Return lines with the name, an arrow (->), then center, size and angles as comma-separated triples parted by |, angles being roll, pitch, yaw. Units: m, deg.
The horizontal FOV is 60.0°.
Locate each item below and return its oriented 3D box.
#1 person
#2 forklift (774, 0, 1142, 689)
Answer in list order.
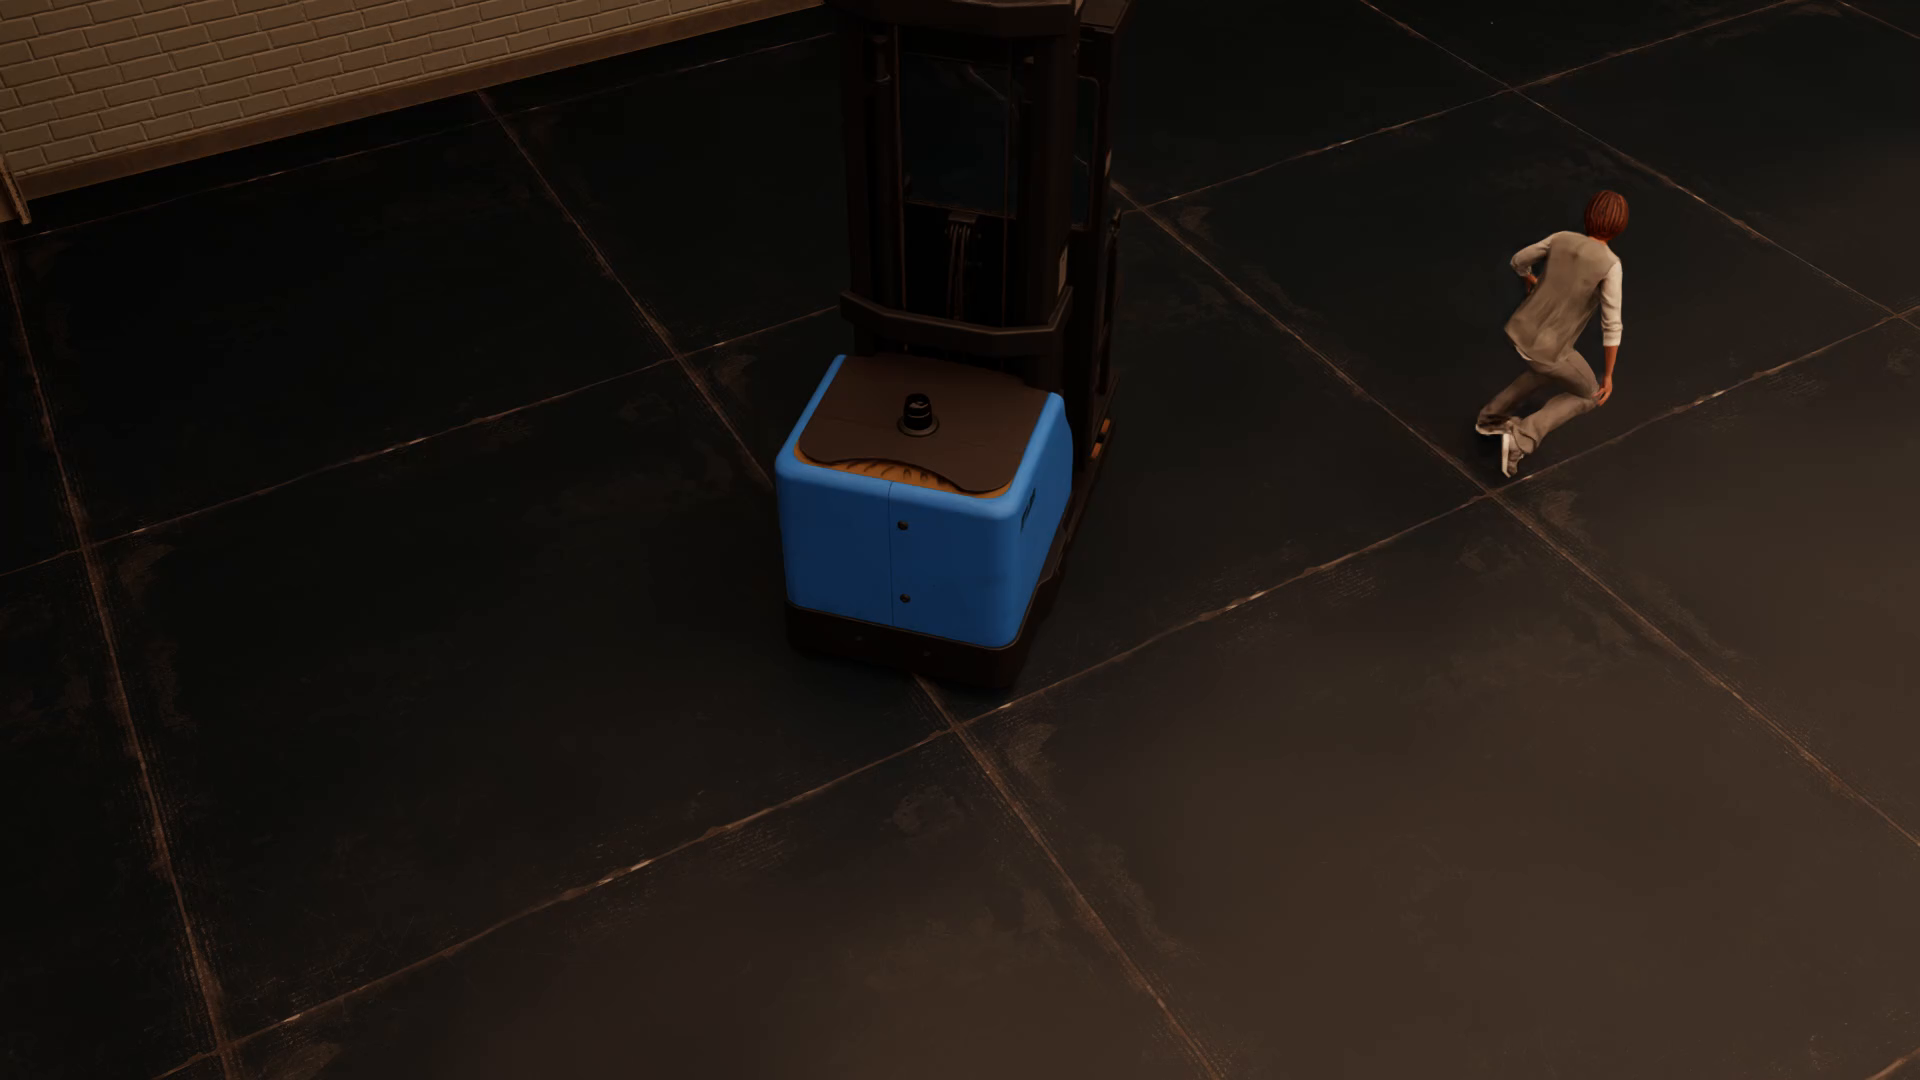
person -> 2.807, -0.936, 7.837 | 0.486, 1.415, 0.813 | -16, 45, -17
forklift -> 0.149, -1.460, 7.272 | 1.130, 2.935, 3.031 | 11, 44, 12
